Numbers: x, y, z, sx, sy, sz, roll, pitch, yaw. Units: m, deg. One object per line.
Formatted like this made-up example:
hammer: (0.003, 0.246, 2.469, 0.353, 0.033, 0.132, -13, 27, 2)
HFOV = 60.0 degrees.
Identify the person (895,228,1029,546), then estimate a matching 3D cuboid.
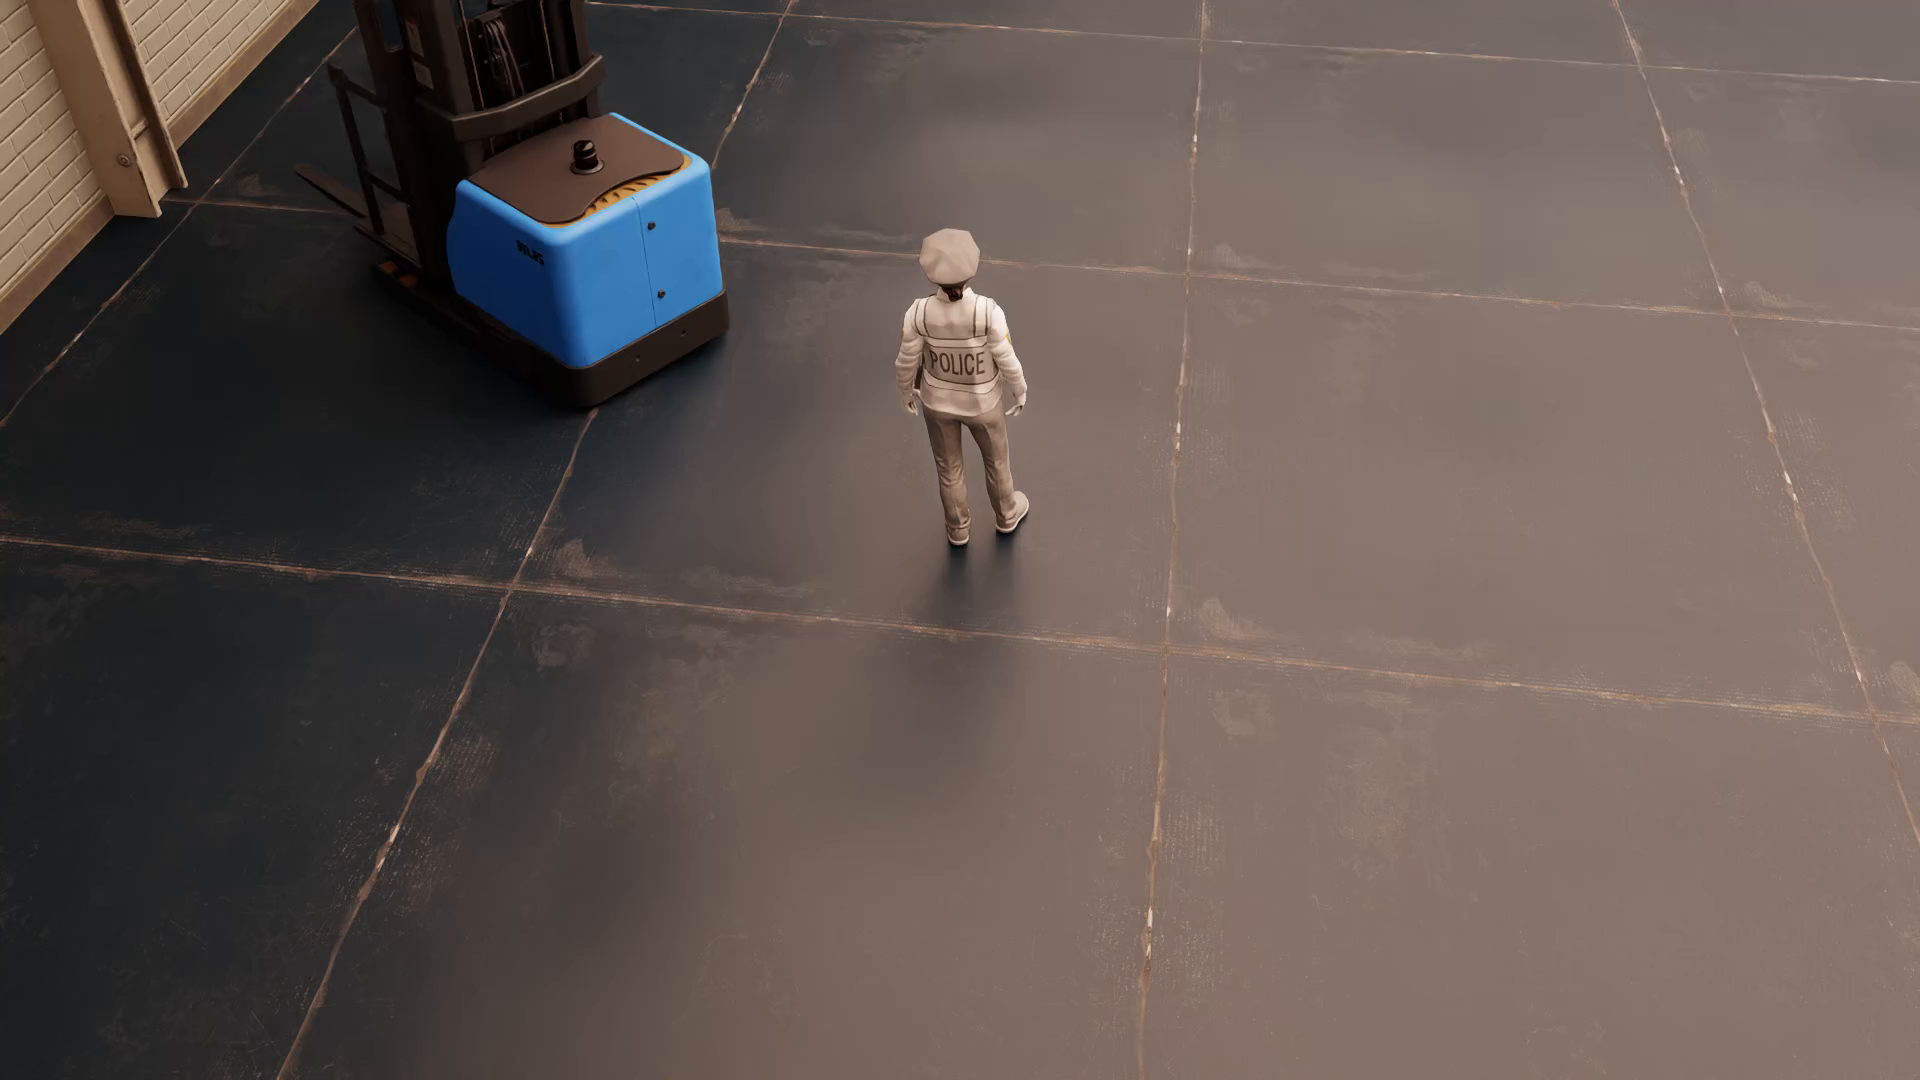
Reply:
person: (0.016, -0.675, 7.362, 0.586, 1.694, 0.530, 5, 43, 6)

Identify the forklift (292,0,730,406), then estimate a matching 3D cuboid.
forklift: (-2.680, -2.635, 8.593, 3.031, 2.935, 1.130, 32, 51, 30)
